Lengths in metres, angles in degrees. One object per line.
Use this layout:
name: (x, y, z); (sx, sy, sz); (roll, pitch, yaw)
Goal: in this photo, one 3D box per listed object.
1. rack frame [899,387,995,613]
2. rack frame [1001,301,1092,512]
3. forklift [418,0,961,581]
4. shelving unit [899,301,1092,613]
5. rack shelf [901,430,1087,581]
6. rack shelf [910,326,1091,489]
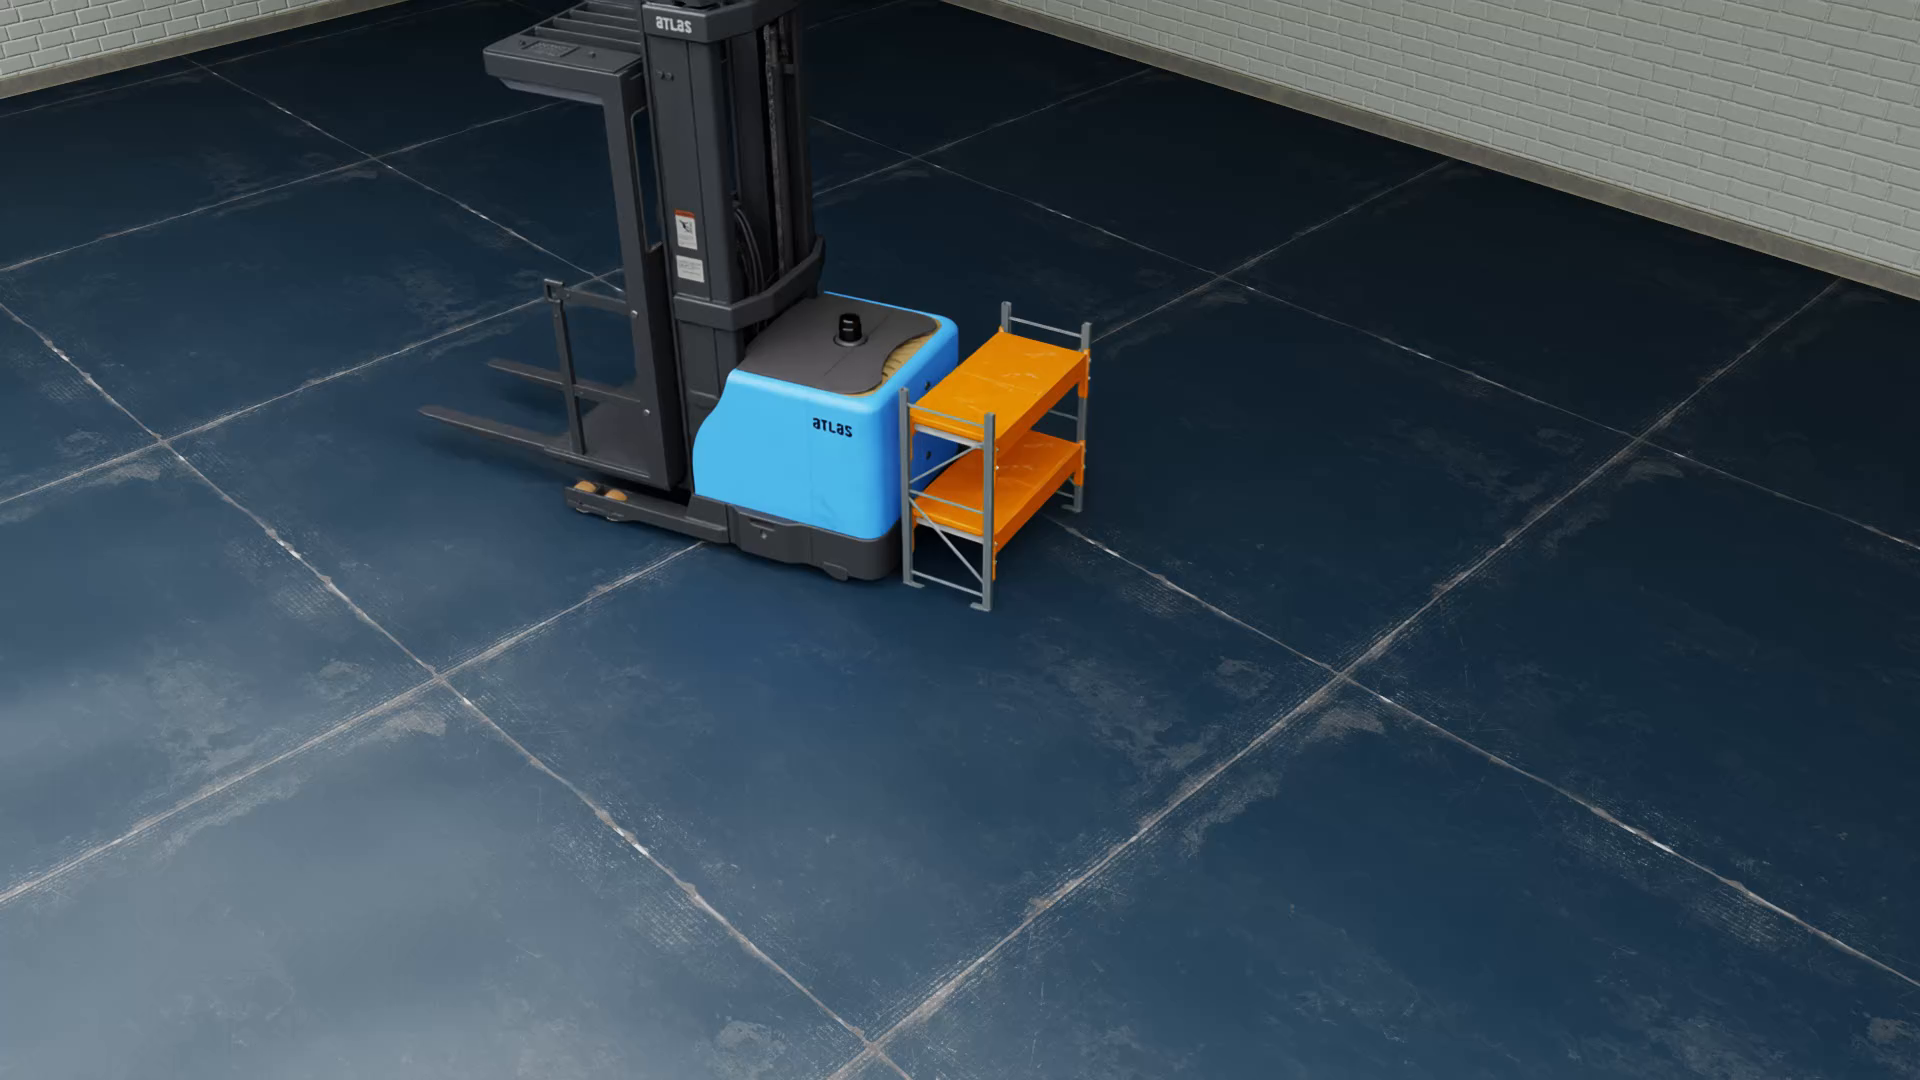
rack frame: (-0.063, -0.180, 8.016); (0.500, 1.125, 0.032); (18, 39, 24)
rack frame: (0.437, -0.687, 8.742); (0.500, 1.125, 0.032); (18, 39, 24)
forklift: (-1.553, -1.558, 8.413); (3.031, 2.935, 1.130); (15, 38, 20)
shelving unit: (0.187, -0.434, 8.379); (0.538, 1.125, 1.048); (18, 39, 24)
rack shelf: (0.187, -0.233, 8.519); (0.538, 0.278, 1.000); (18, 39, 24)
rack shelf: (0.187, -0.674, 8.212); (0.538, 0.278, 1.000); (18, 39, 24)
